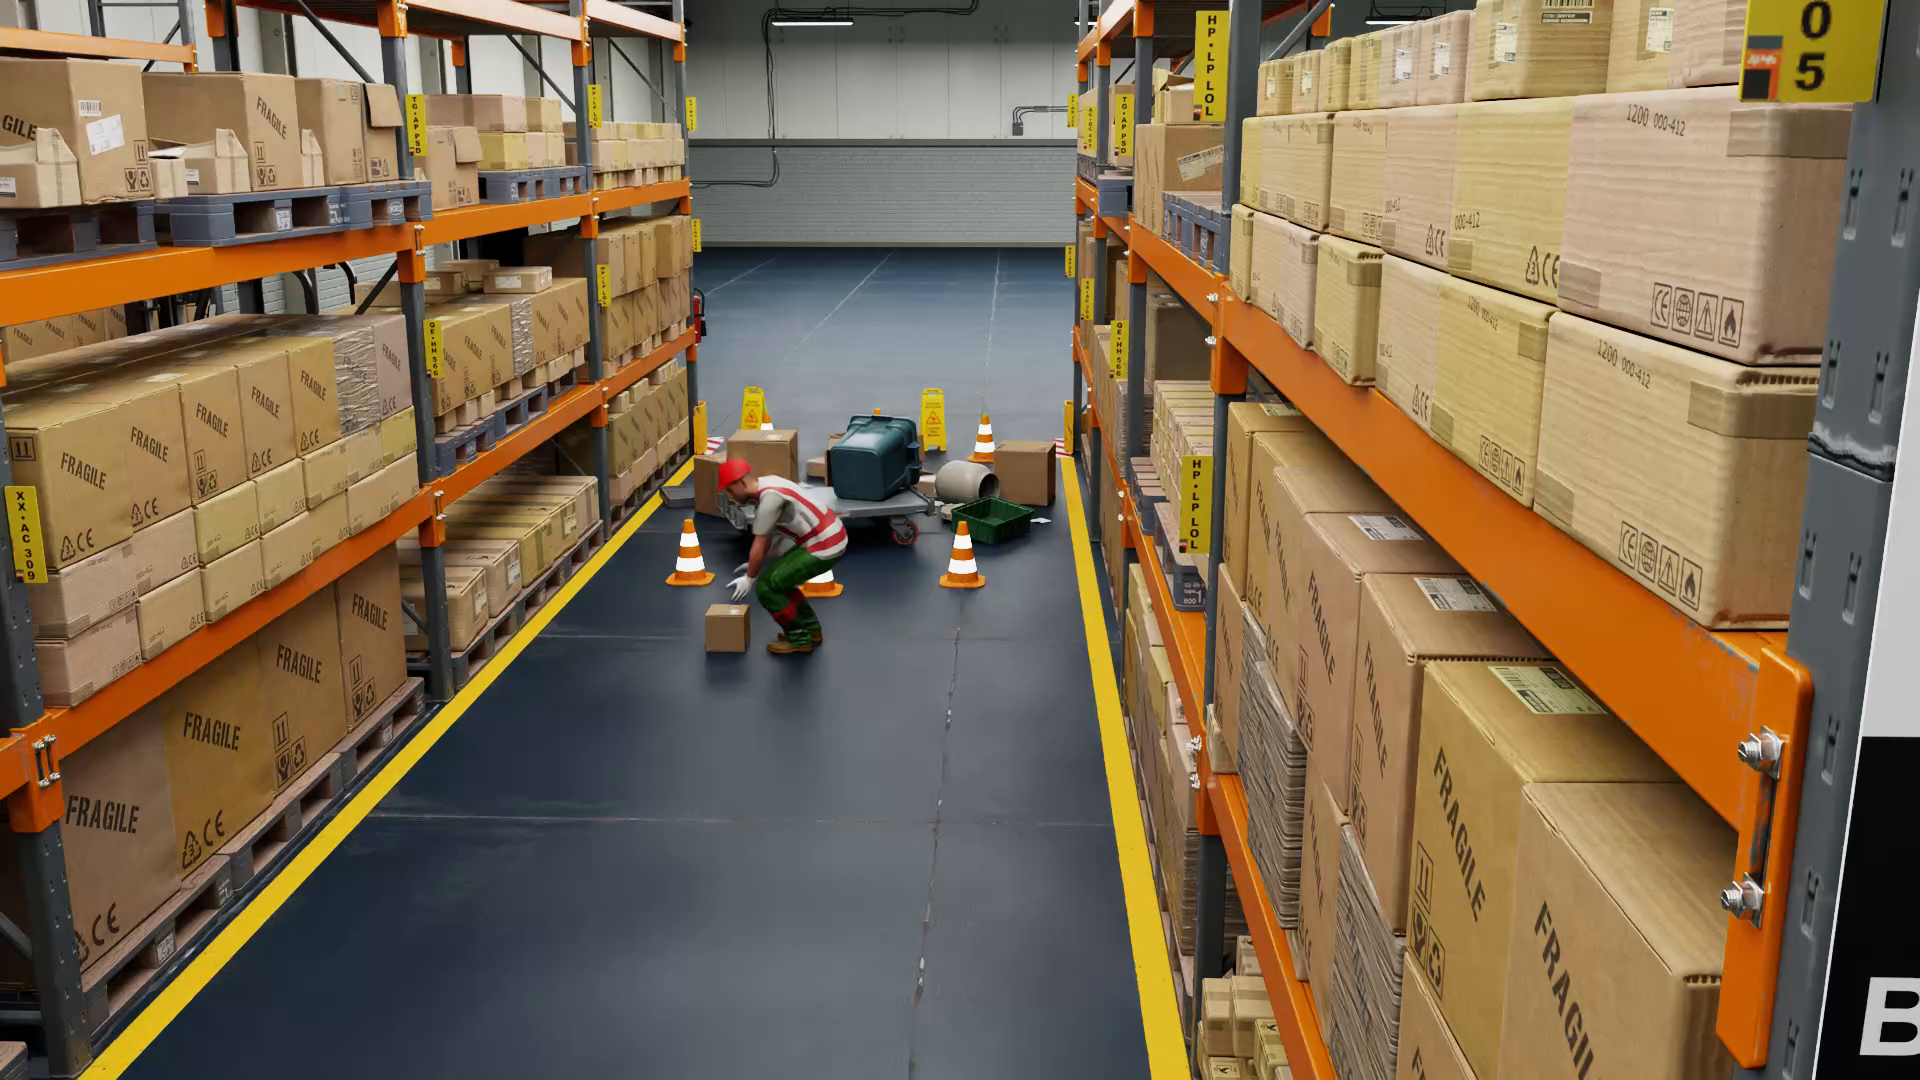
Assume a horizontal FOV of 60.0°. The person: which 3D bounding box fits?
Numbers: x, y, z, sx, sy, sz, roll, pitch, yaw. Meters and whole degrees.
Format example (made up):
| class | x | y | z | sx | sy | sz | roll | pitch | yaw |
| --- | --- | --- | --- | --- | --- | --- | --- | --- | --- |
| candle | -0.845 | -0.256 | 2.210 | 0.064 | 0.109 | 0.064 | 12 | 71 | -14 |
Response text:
| class | x | y | z | sx | sy | sz | roll | pitch | yaw |
| --- | --- | --- | --- | --- | --- | --- | --- | --- | --- |
| person | -1.135 | 0.096 | 10.671 | 0.829 | 1.260 | 0.585 | 0 | 14 | 1 |
